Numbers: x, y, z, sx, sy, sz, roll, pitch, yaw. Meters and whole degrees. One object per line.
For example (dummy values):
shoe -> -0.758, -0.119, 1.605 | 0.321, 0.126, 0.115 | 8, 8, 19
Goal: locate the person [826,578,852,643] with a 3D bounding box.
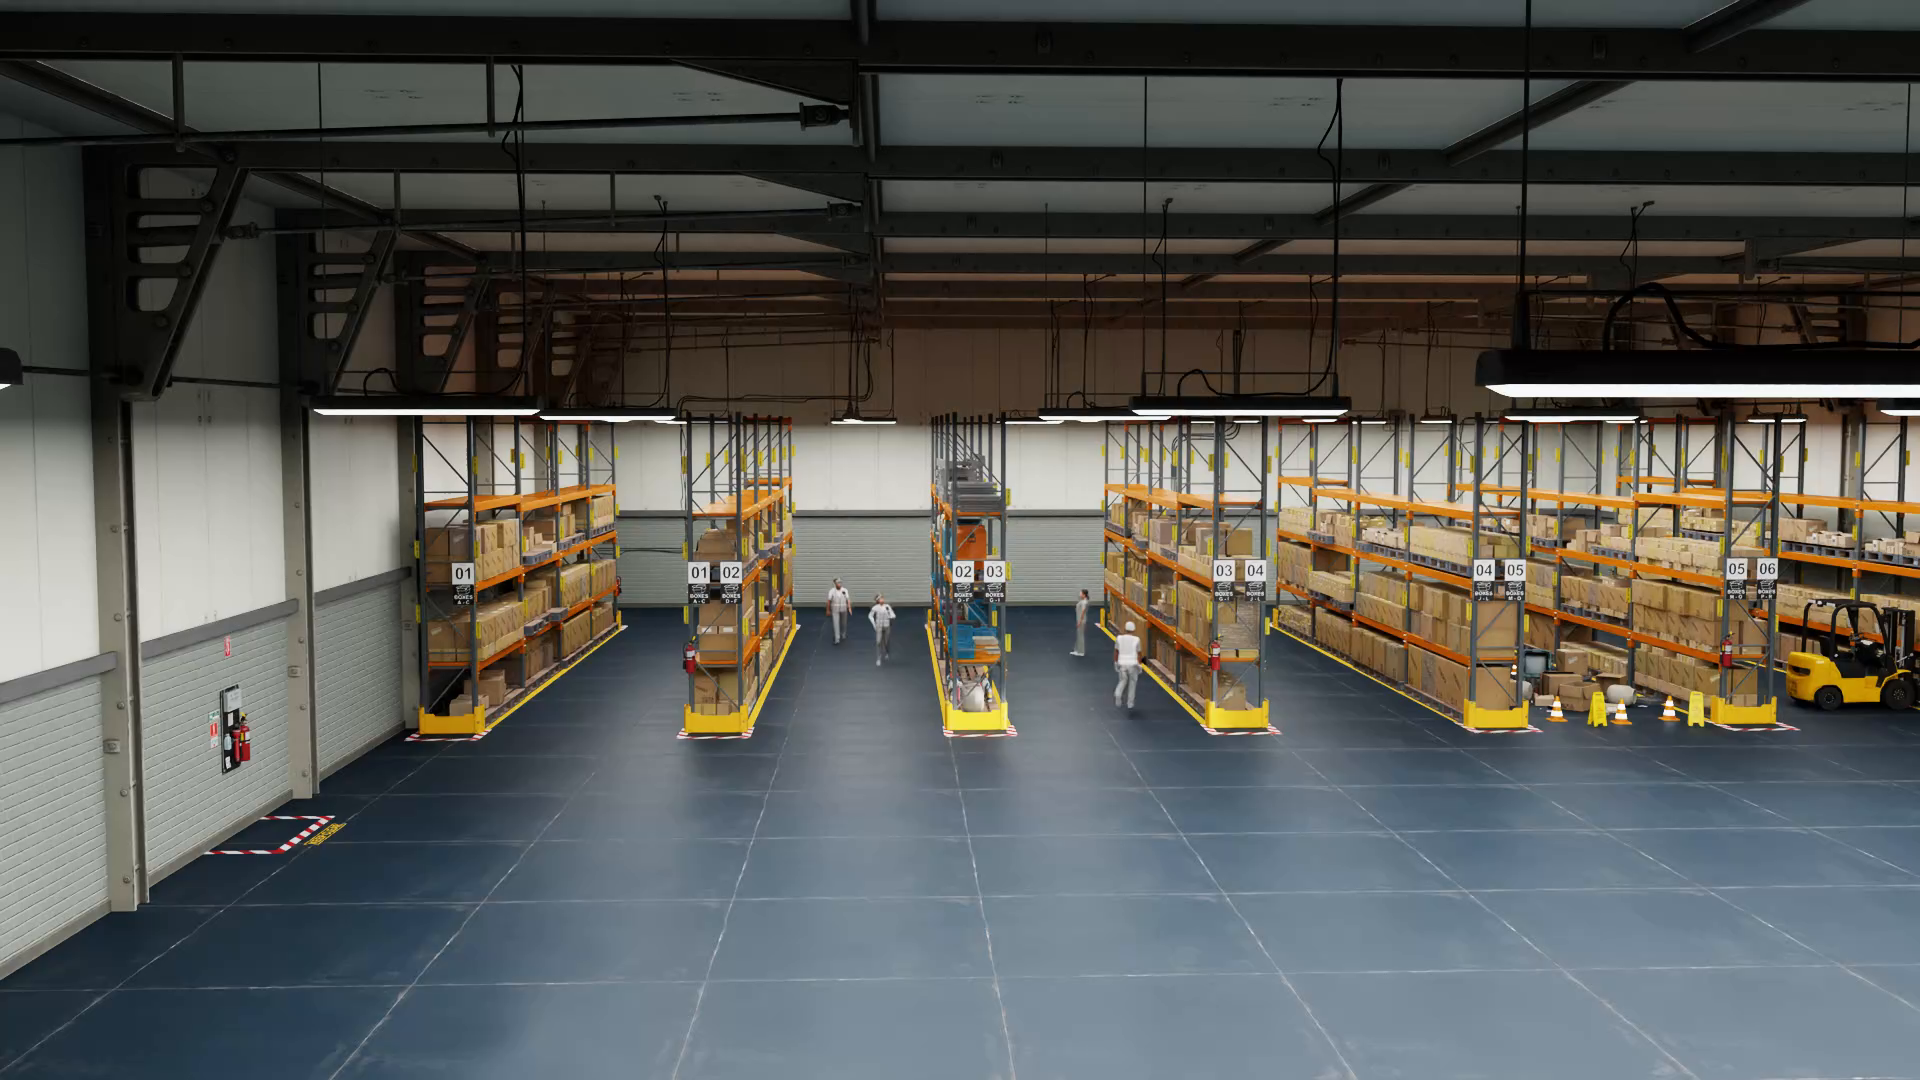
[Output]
person -> -3.212, 1.856, 44.153 | 0.675, 1.729, 1.072 | 0, 4, -7

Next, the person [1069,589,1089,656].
person -> 2.975, 2.051, 41.481 | 0.513, 1.674, 0.504 | 0, 4, 7

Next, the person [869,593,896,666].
person -> -1.888, 2.142, 40.165 | 0.656, 1.731, 0.797 | 0, 4, 3

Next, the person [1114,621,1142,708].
person -> 3.399, 2.532, 33.688 | 0.565, 1.773, 0.669 | 2, 5, 31
